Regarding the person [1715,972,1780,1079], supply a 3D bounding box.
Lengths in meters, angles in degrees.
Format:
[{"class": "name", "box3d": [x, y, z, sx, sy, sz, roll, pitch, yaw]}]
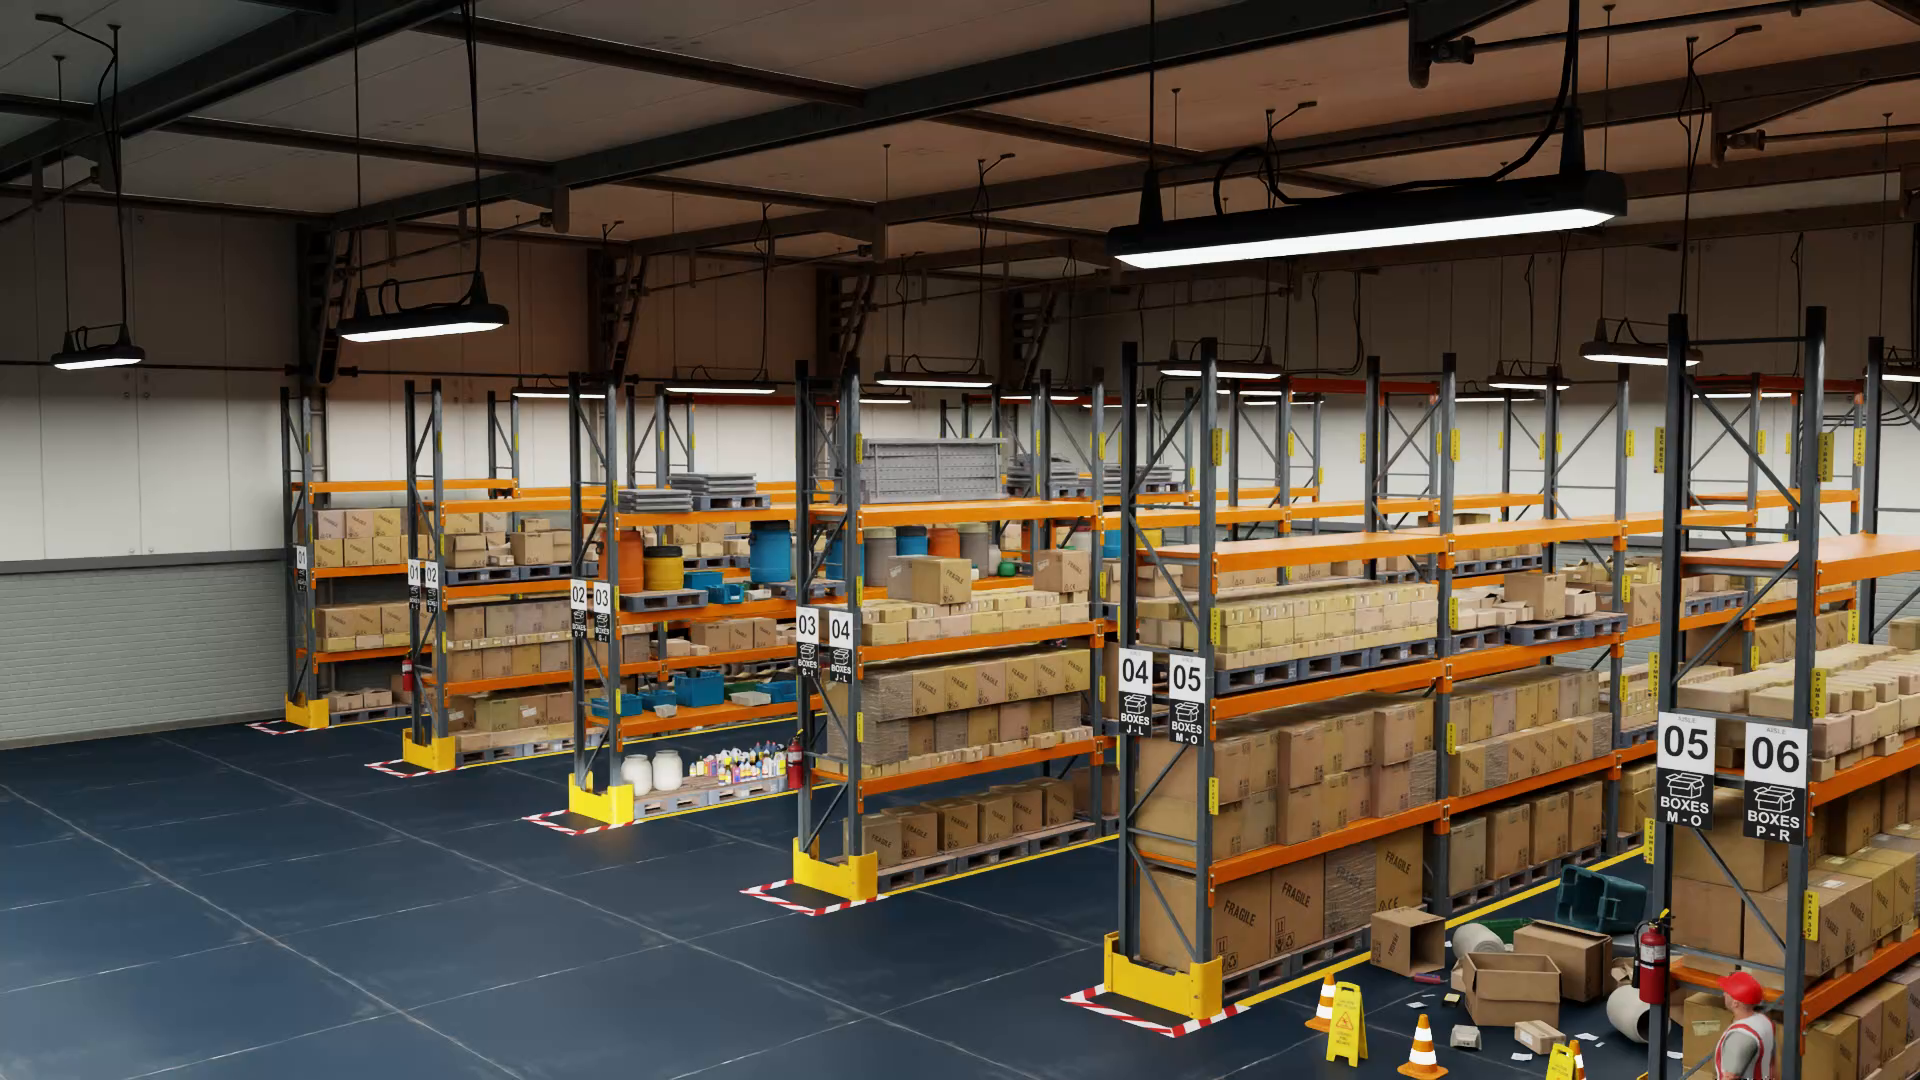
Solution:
[{"class": "person", "box3d": [4.883, 3.613, 10.418, 0.550, 1.834, 0.510, 2, 4, 26]}]

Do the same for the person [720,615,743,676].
[{"class": "person", "box3d": [-4.321, 2.279, 32.011, 0.599, 1.711, 0.611, 3, 4, 34]}]
